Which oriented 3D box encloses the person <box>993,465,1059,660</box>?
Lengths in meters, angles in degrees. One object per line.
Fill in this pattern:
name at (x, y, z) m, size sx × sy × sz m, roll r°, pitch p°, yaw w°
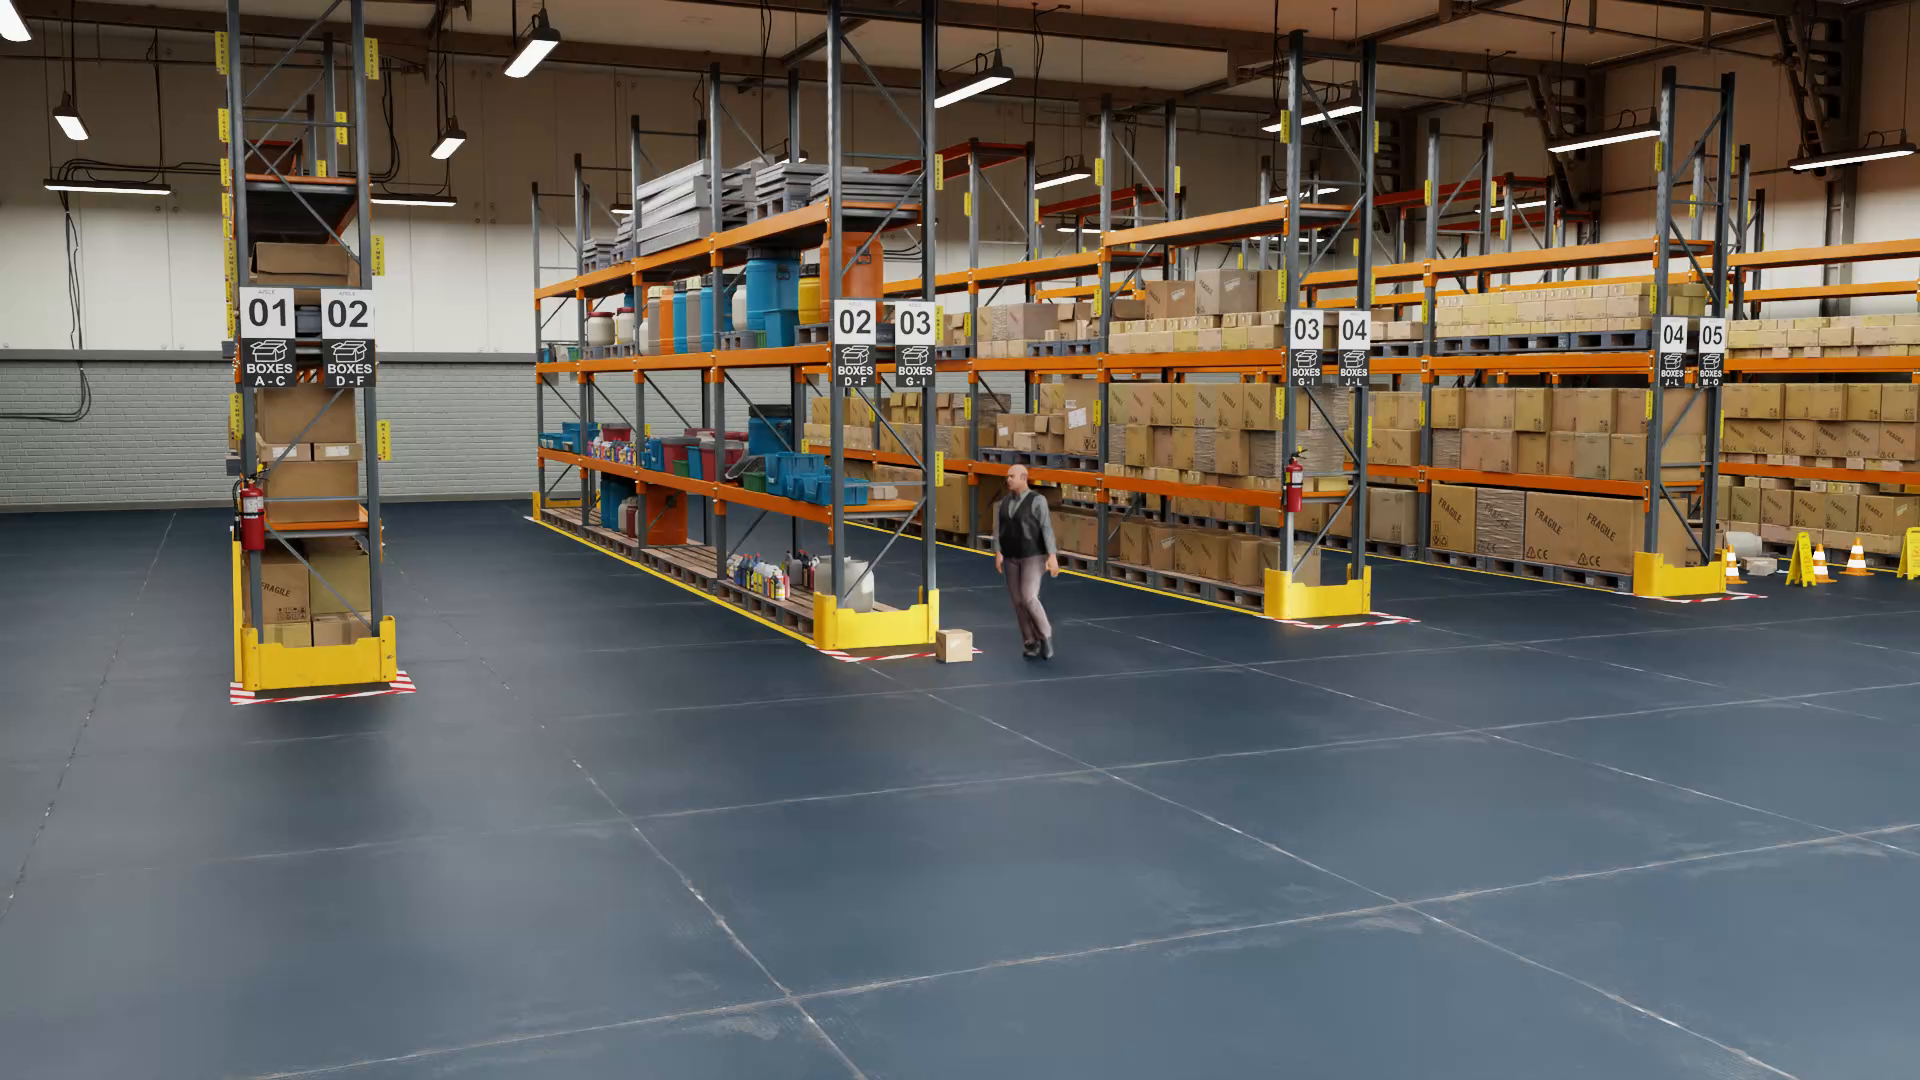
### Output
person at (0.568, 0.190, 14.791) m, size 0.639 × 1.712 × 0.452 m, roll 3°, pitch 6°, yaw 33°
